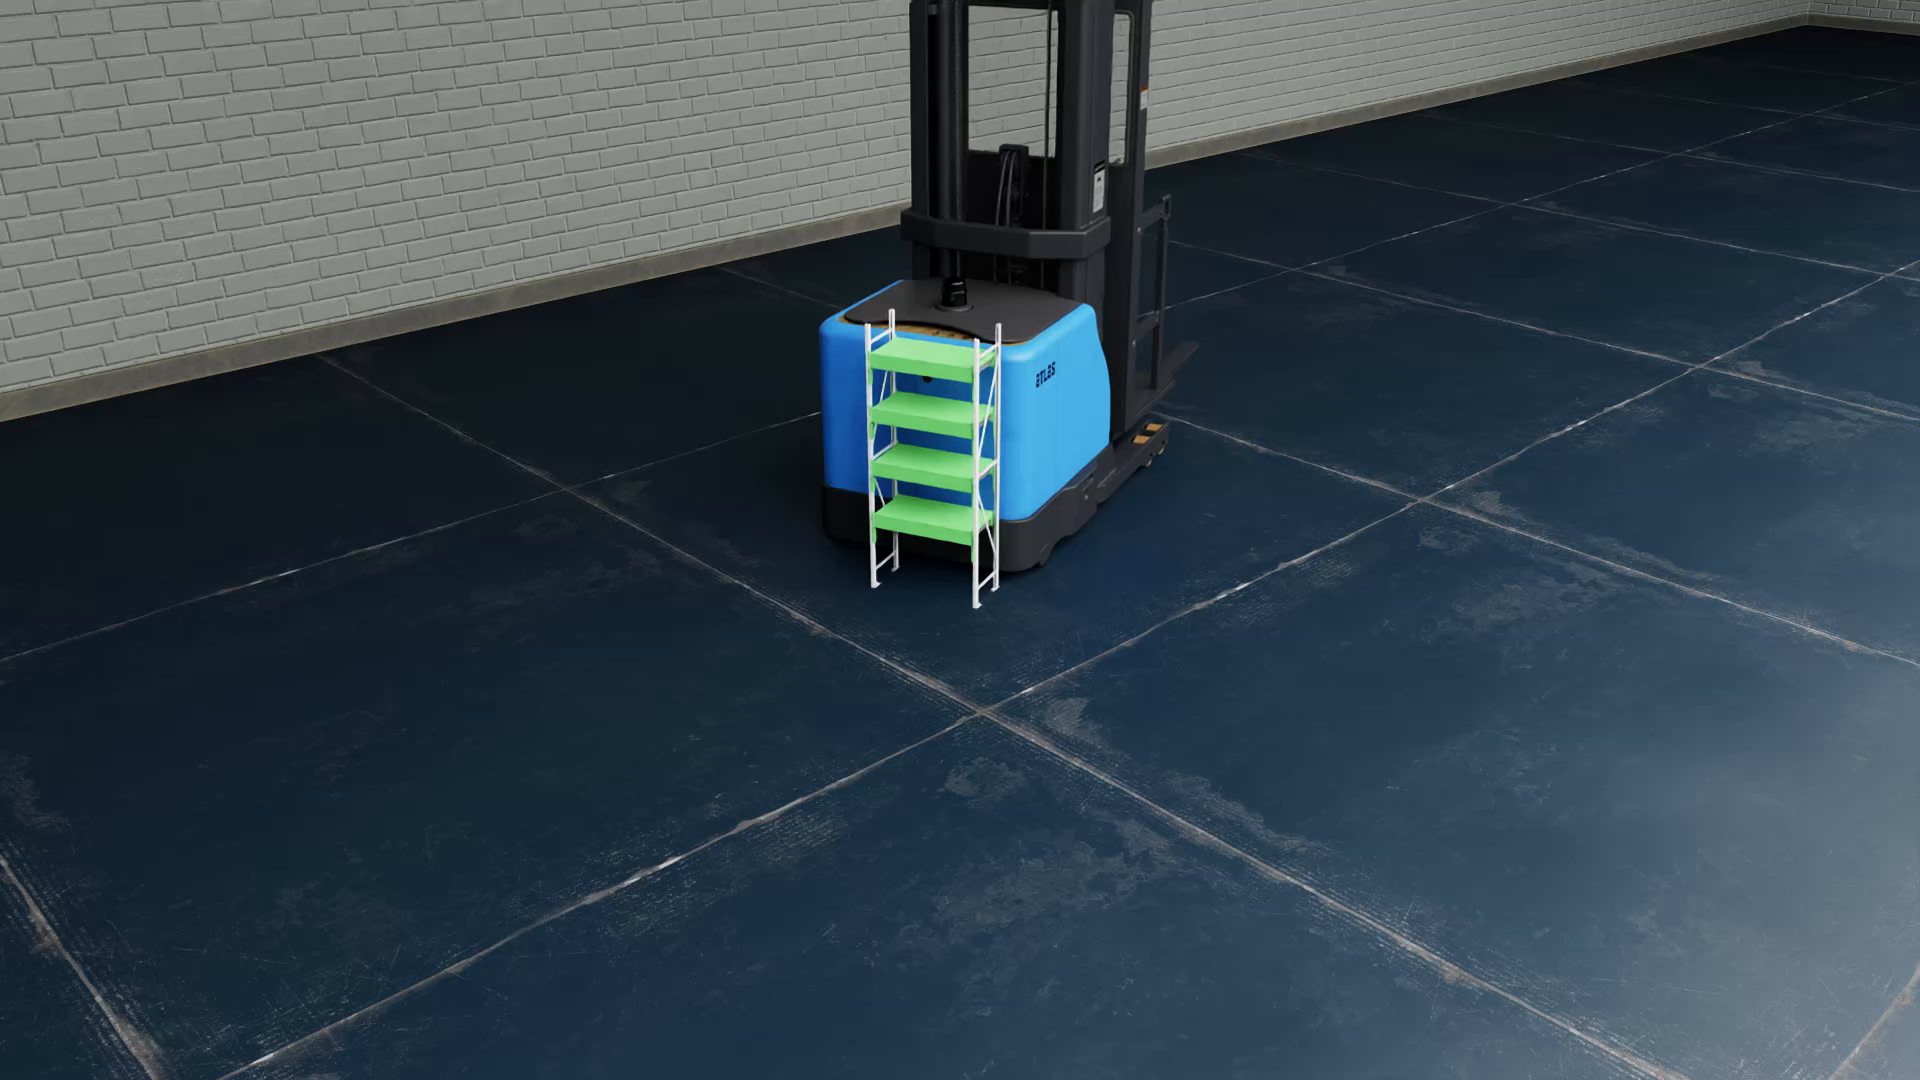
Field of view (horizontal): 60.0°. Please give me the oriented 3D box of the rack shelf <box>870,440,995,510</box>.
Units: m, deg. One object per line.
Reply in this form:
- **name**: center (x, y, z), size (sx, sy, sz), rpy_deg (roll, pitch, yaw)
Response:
- **rack shelf**: center (-0.110, -0.278, 7.068), size (0.480, 0.148, 0.258), rpy_deg (11, 27, 22)

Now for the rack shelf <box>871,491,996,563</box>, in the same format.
- **rack shelf**: center (-0.110, -0.060, 7.168), size (0.480, 0.148, 0.258), rpy_deg (11, 27, 22)

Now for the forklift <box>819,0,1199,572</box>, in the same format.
- **forklift**: center (0.450, -1.775, 8.111), size (1.130, 2.935, 3.031), rpy_deg (11, 27, 23)

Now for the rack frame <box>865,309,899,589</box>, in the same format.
- **rack frame**: center (-0.332, -0.379, 7.134), size (0.015, 1.200, 0.240), rpy_deg (11, 27, 22)

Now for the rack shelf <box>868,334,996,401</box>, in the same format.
- **rack shelf**: center (-0.110, -0.715, 6.869), size (0.480, 0.148, 0.258), rpy_deg (11, 27, 22)

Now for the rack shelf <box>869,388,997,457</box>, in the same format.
- **rack shelf**: center (-0.110, -0.497, 6.969), size (0.480, 0.148, 0.258), rpy_deg (11, 27, 22)

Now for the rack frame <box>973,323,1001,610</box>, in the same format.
- **rack frame**: center (0.111, -0.294, 6.949), size (0.015, 1.200, 0.240), rpy_deg (11, 27, 22)

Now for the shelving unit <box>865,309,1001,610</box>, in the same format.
- **shelving unit**: center (-0.110, -0.336, 7.042), size (0.503, 1.200, 0.258), rpy_deg (11, 27, 22)
